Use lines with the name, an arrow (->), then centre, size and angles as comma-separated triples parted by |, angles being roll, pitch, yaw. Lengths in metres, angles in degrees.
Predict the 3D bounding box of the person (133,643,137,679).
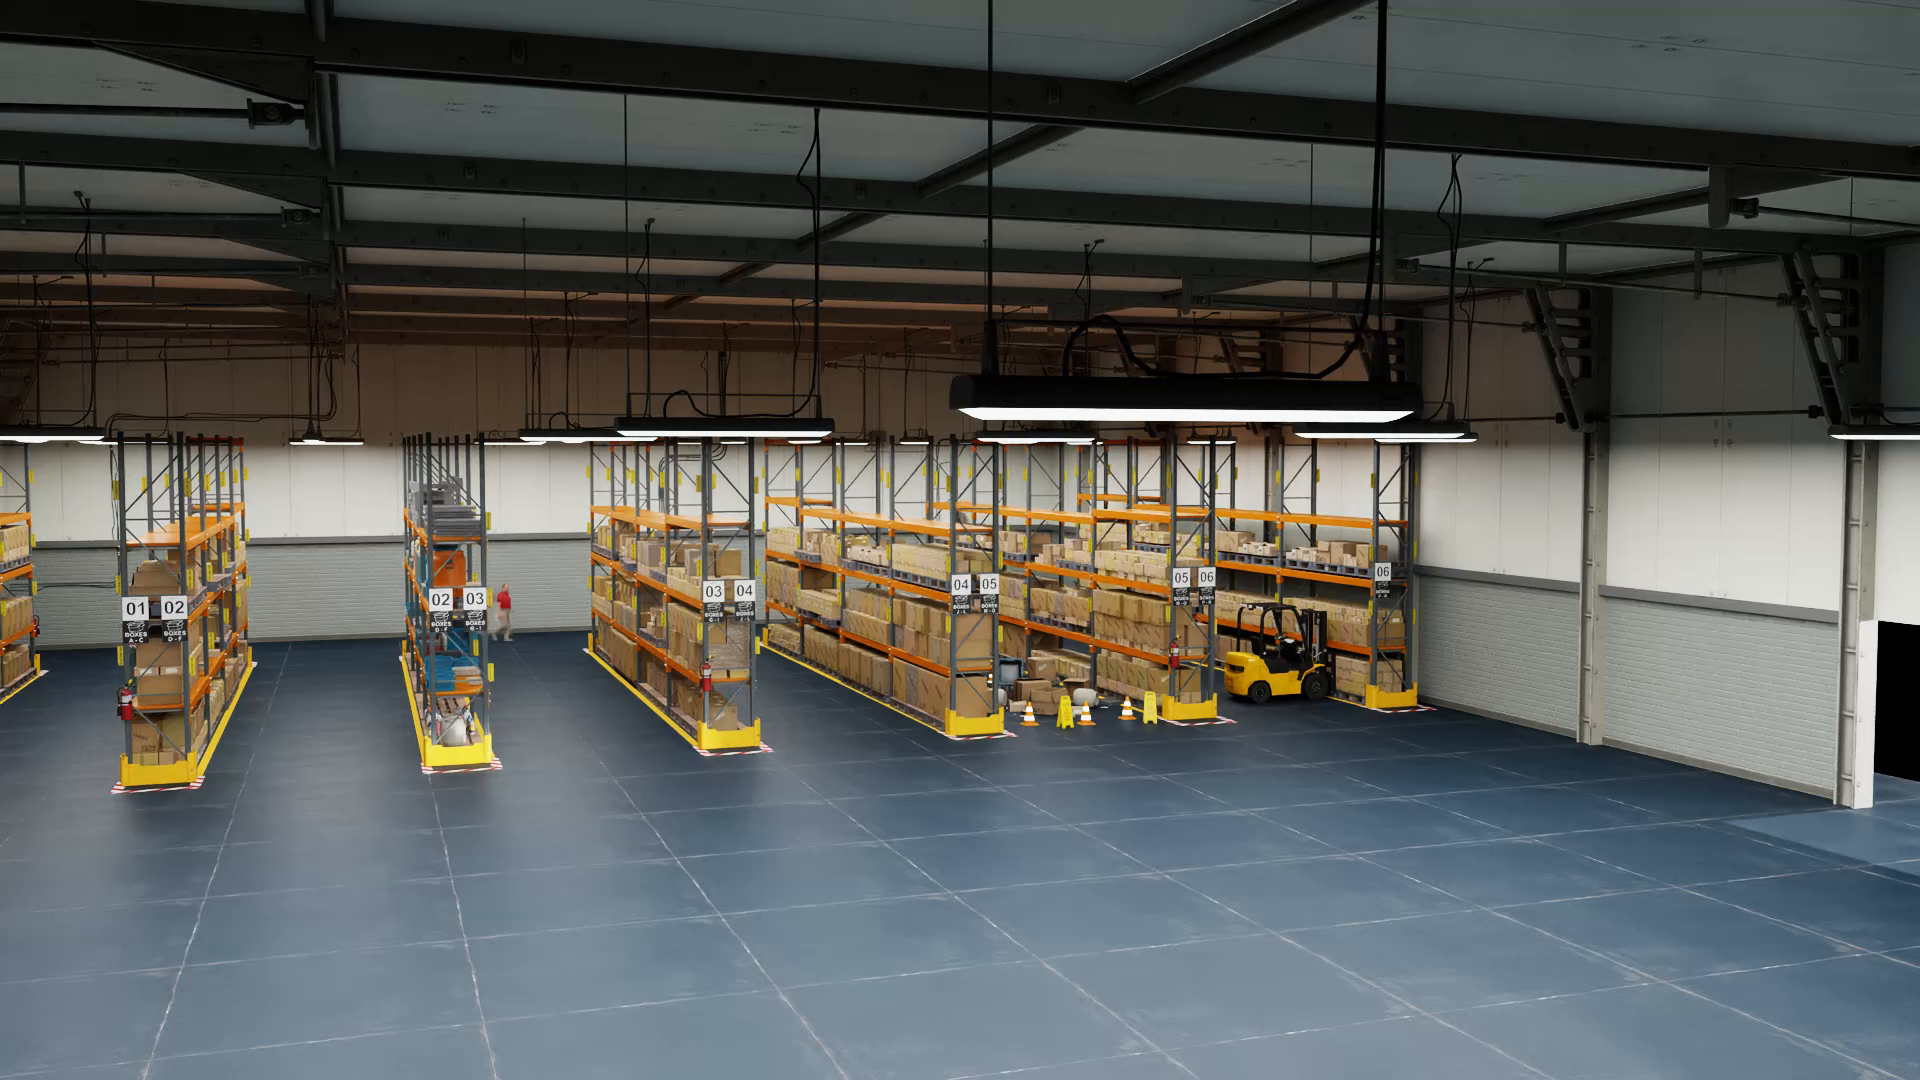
person -> -19.949, 2.571, 40.610 | 0.421, 1.794, 0.558 | -3, 4, -42

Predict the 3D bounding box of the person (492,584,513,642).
person -> -13.472, 2.142, 49.029 | 0.604, 1.706, 0.573 | 1, 3, 17

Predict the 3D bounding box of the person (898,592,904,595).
person -> -1.643, 2.312, 45.450 | 0.522, 1.810, 0.612 | -2, 4, -32
